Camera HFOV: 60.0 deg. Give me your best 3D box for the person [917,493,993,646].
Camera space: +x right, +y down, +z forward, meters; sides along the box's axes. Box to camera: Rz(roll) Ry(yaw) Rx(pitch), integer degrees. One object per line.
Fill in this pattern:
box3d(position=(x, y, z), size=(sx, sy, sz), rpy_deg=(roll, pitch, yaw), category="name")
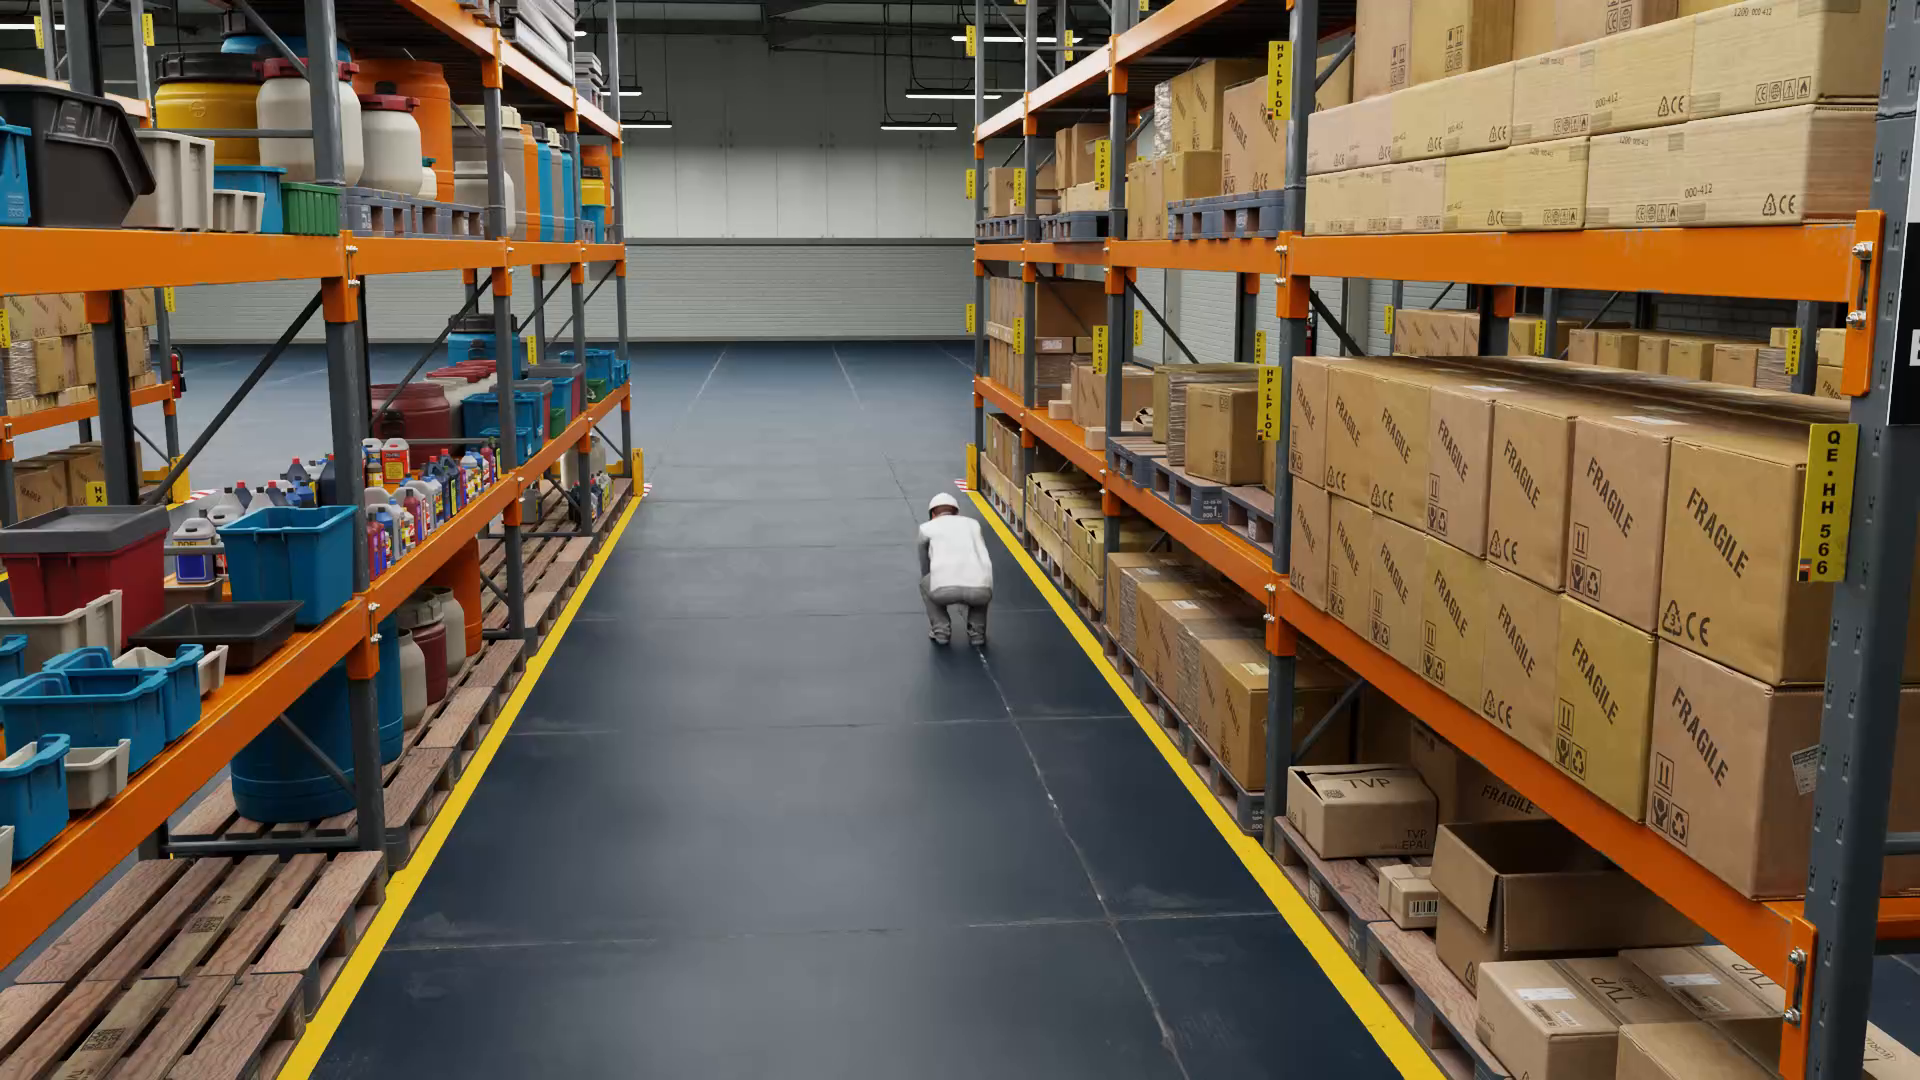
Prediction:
box3d(position=(-0.040, 0.209, 11.880), size=(0.523, 1.012, 0.869), rpy_deg=(-1, 10, -6), category="person")
